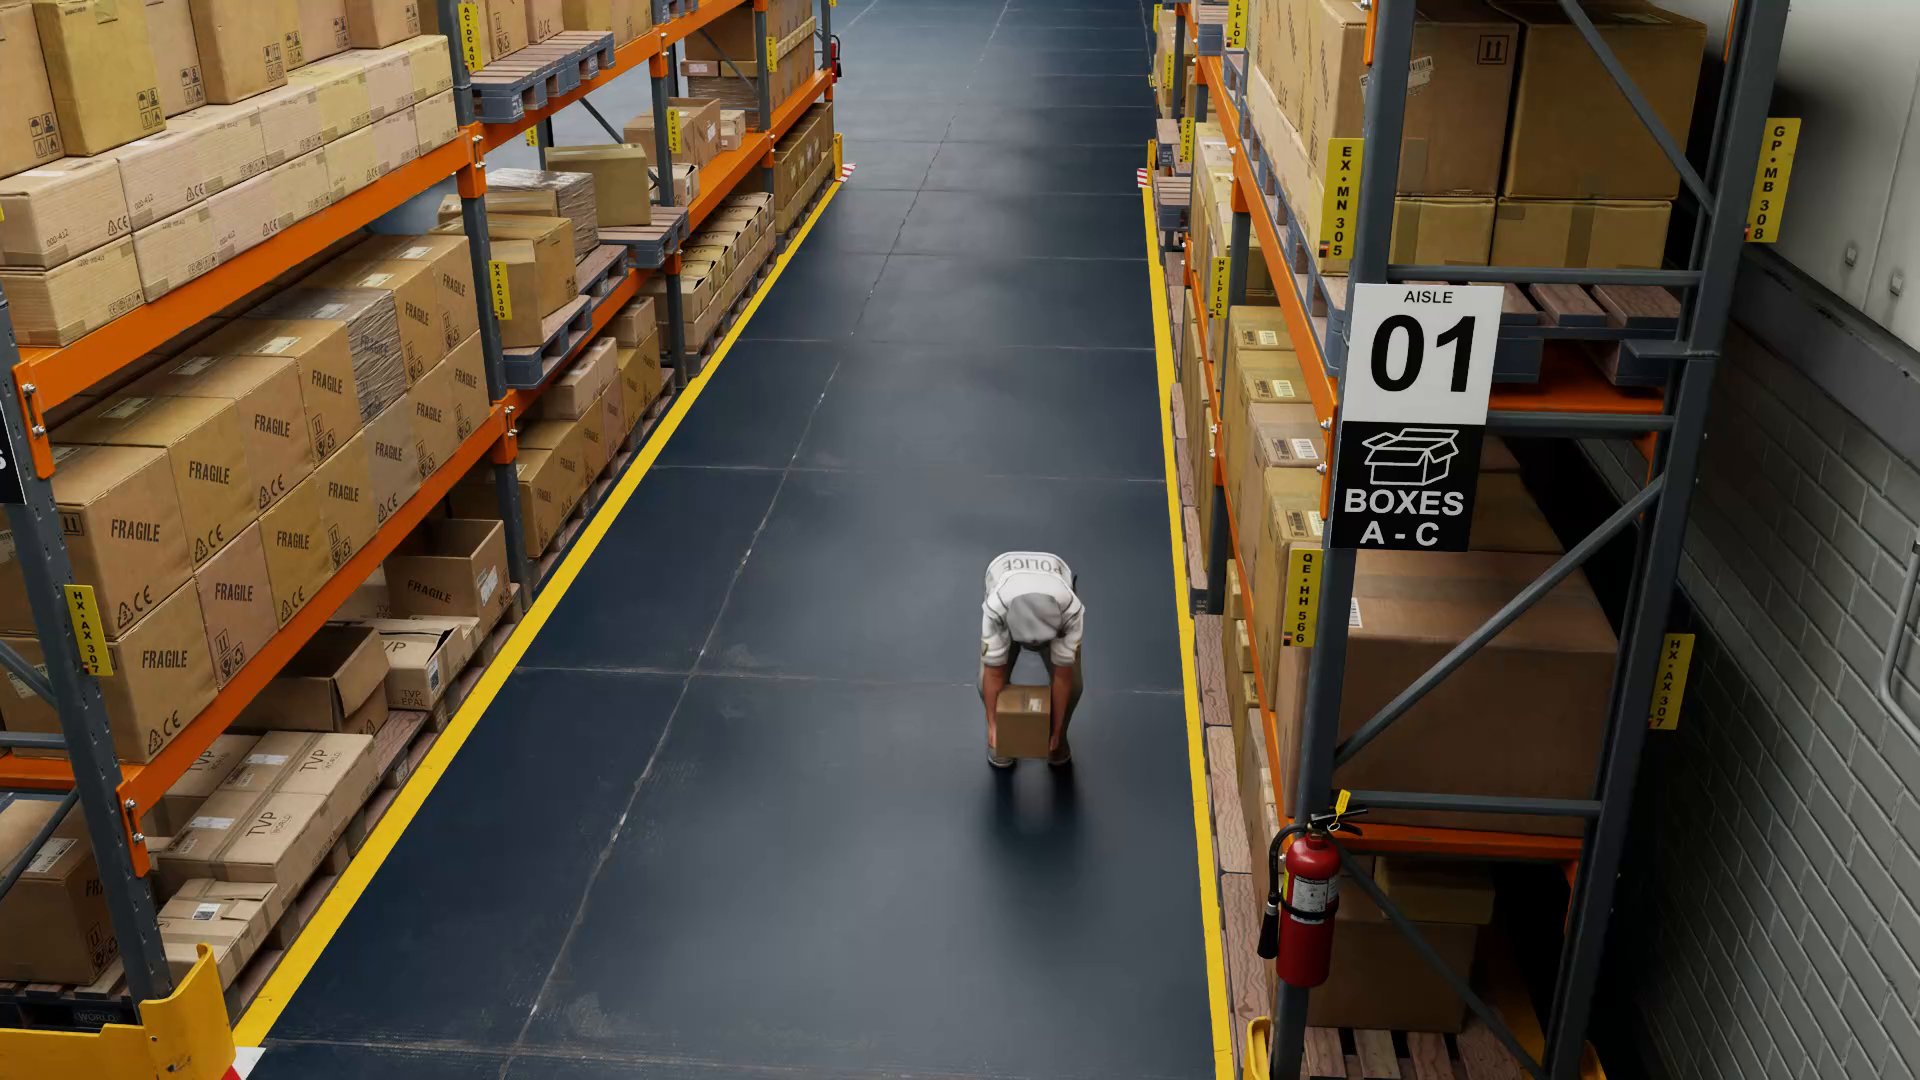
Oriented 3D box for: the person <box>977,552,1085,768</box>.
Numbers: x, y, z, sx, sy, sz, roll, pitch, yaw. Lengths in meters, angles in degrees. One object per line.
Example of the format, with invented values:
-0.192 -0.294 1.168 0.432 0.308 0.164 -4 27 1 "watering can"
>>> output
0.338 0.616 7.967 0.519 1.151 1.029 1 24 2 "person"
